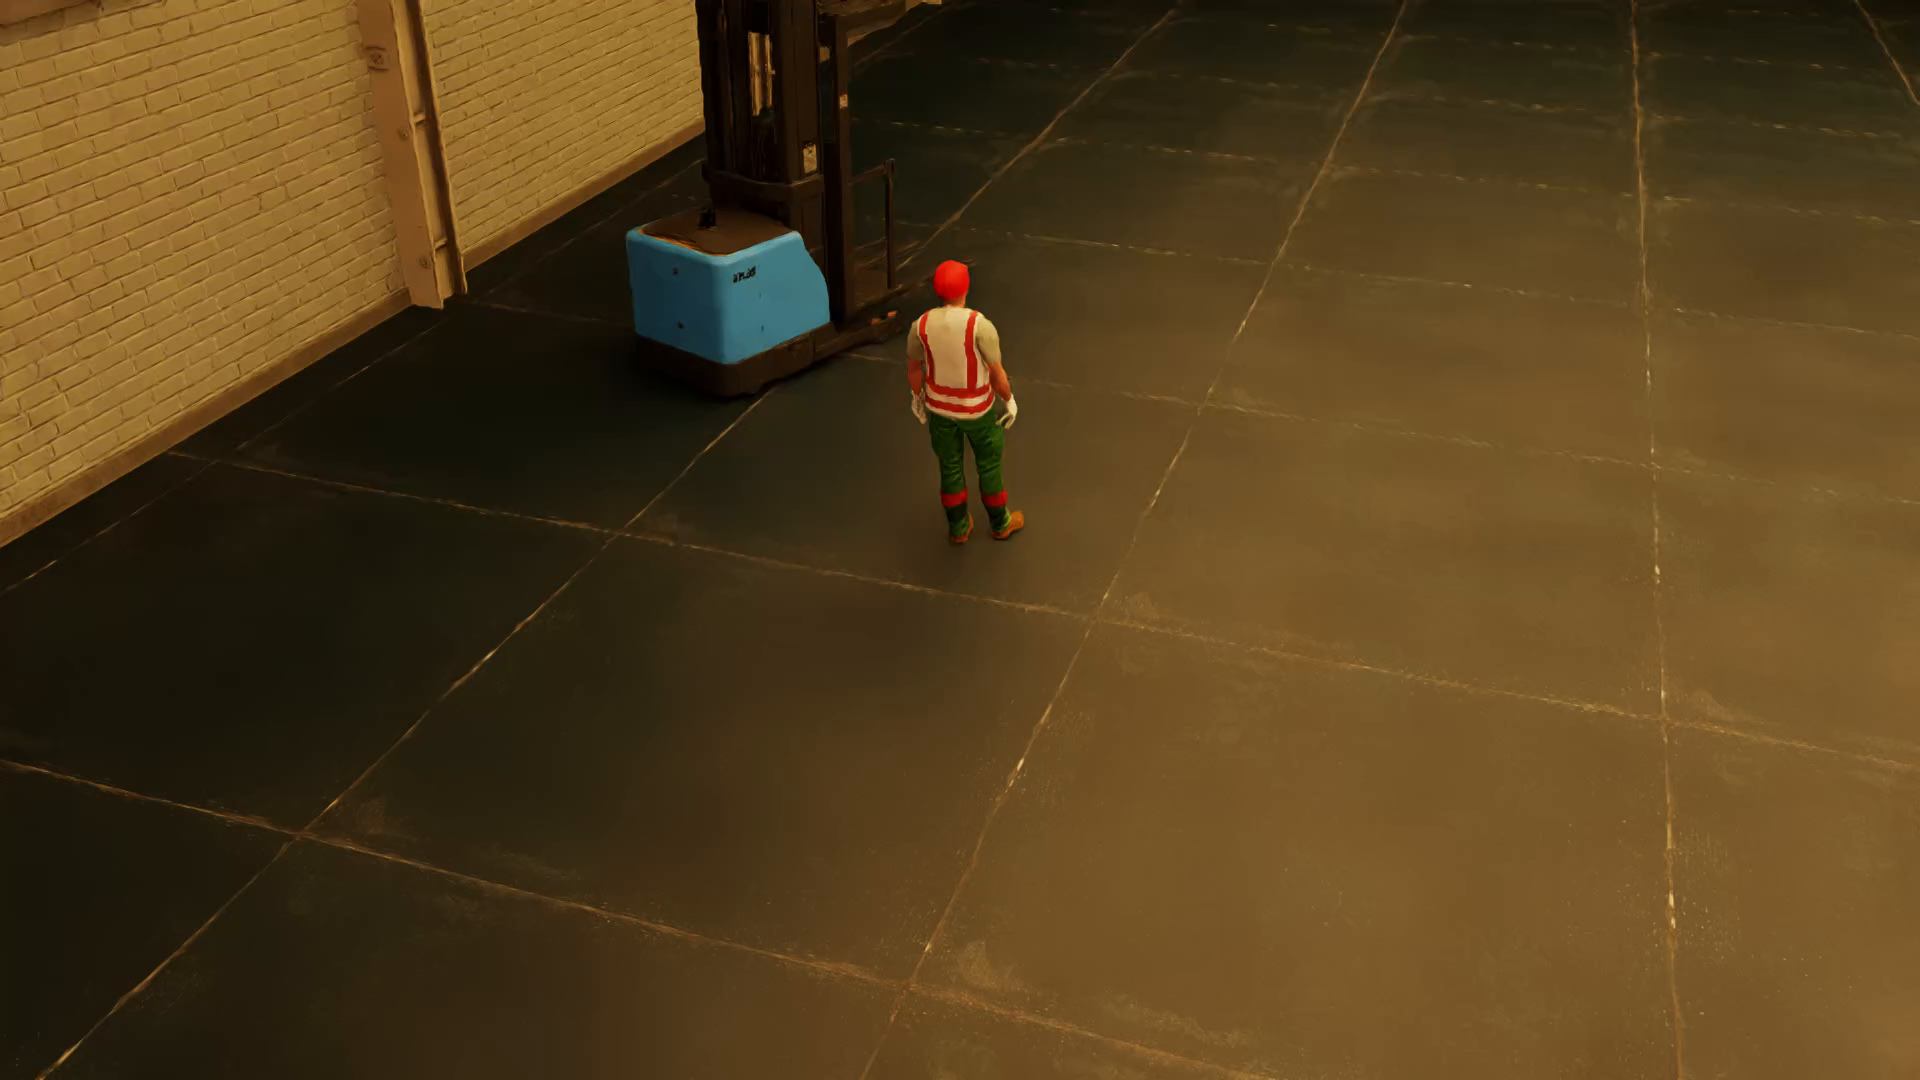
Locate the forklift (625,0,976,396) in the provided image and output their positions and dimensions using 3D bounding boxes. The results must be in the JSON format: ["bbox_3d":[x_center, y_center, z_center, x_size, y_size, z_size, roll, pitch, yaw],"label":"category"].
[{"bbox_3d":[-1.075,-2.952,12.316,1.130,2.935,3.031,22,36,33],"label":"forklift"}]

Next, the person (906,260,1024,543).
[{"bbox_3d":[0.037,-0.817,9.714,0.637,1.783,0.563,10,31,16],"label":"person"}]
